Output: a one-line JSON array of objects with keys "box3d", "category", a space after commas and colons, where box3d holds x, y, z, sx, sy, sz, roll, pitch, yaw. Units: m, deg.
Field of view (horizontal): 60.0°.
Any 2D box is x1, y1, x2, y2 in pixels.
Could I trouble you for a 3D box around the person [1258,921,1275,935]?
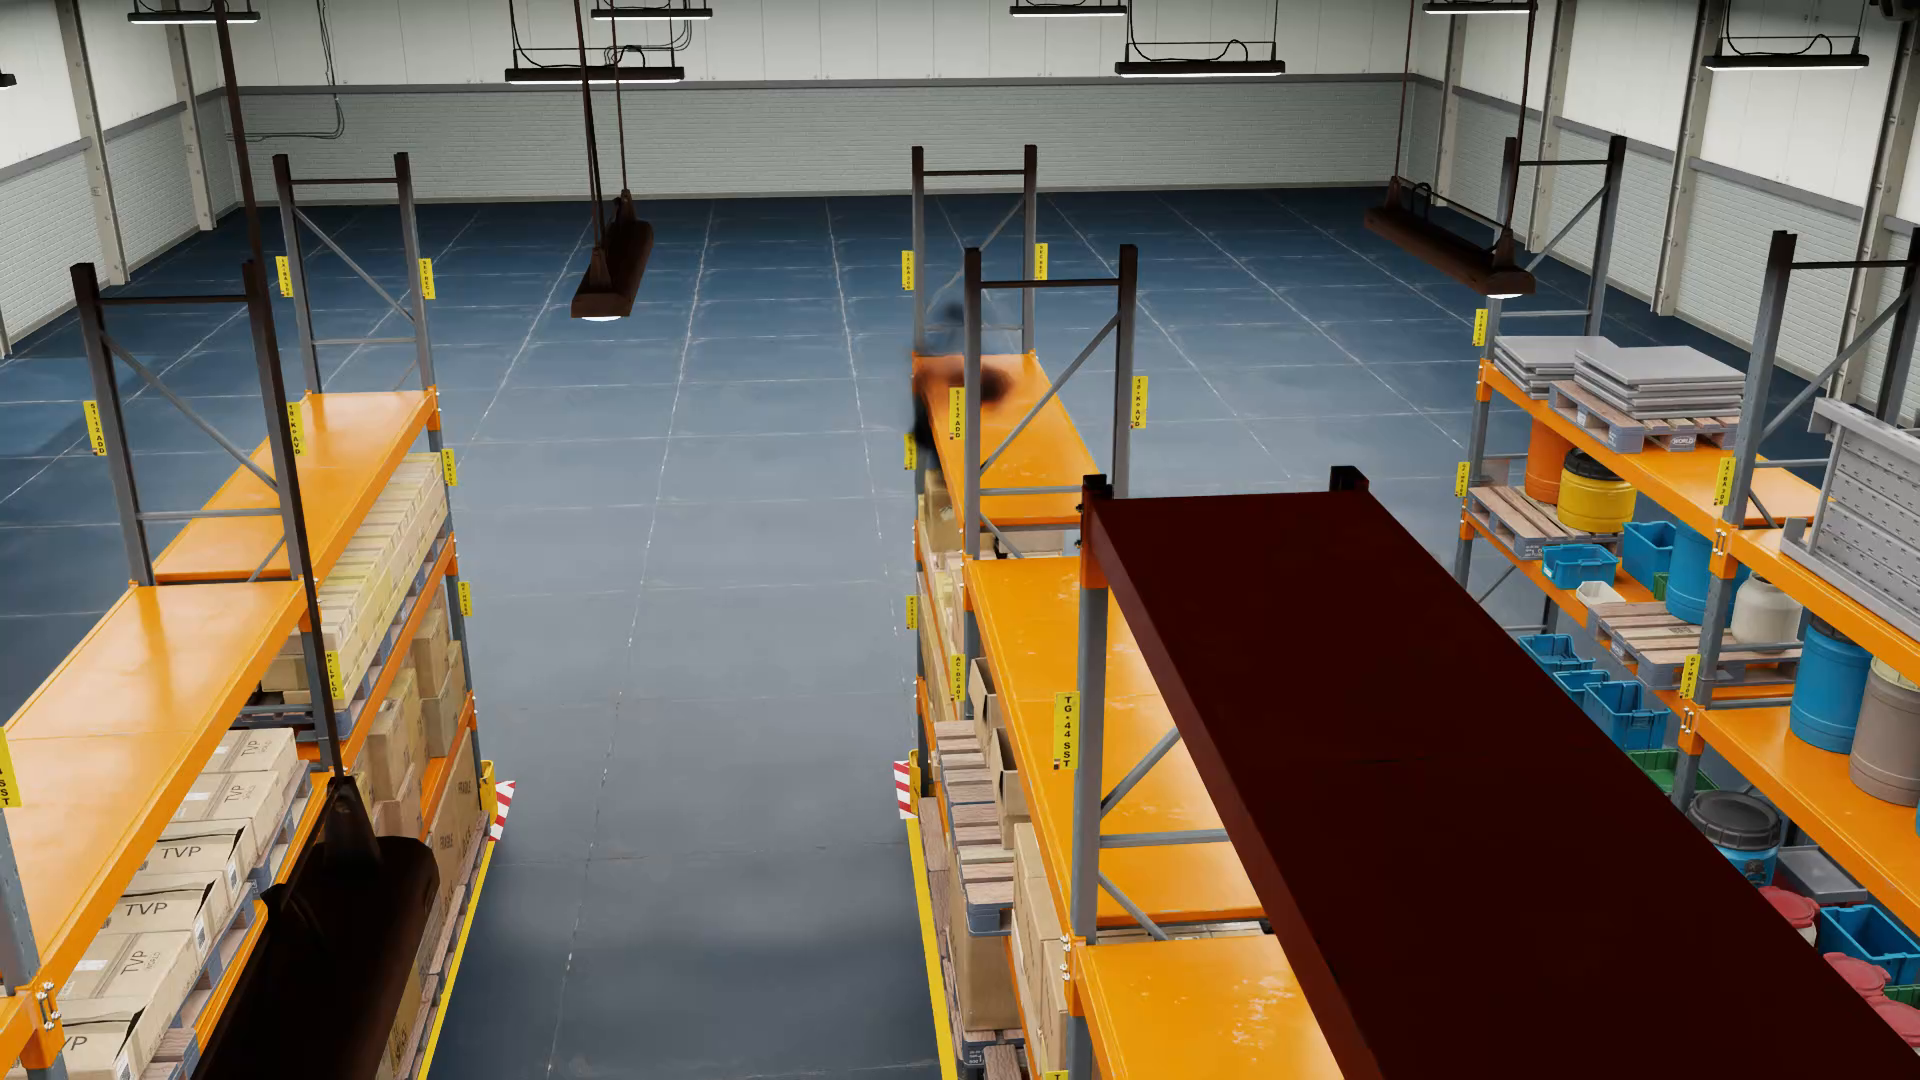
[{"box3d": [2.375, 2.878, 12.069, 0.635, 1.676, 0.564, -3, 22, -7], "category": "person"}]
